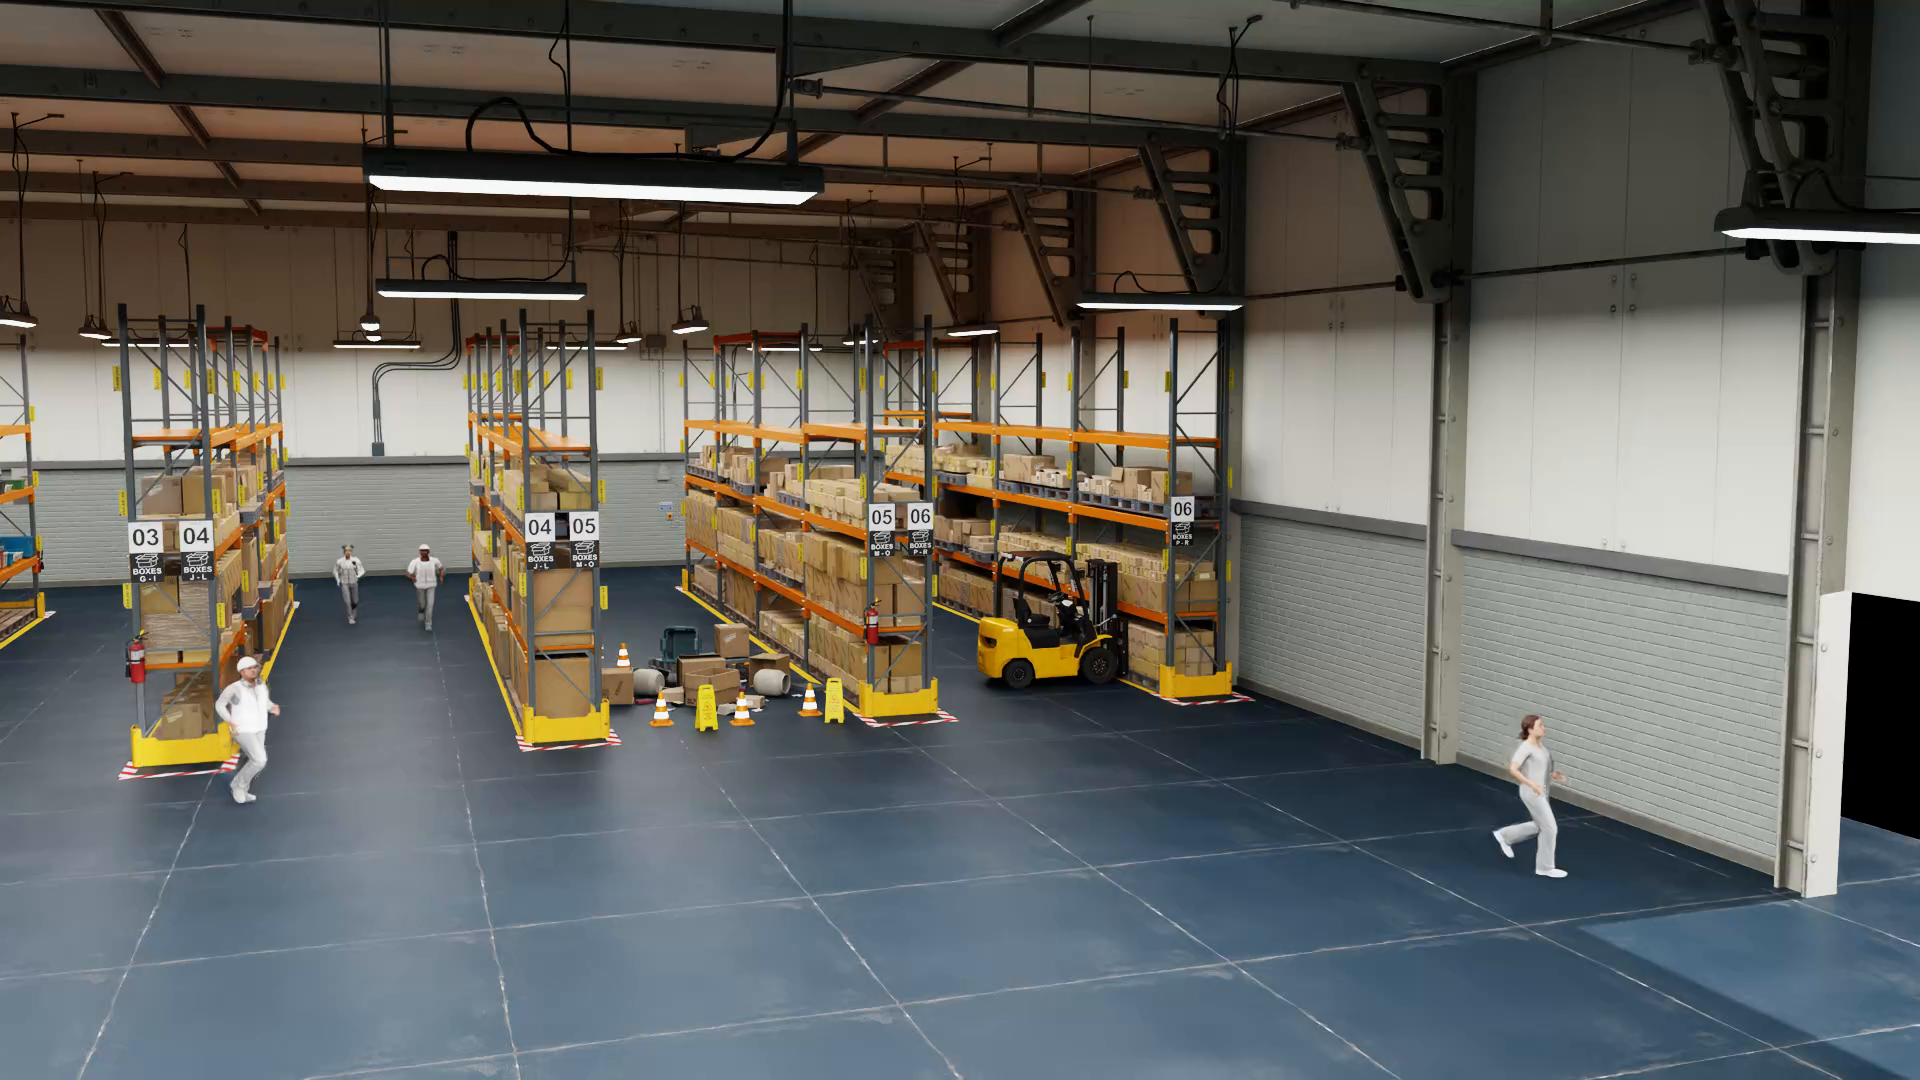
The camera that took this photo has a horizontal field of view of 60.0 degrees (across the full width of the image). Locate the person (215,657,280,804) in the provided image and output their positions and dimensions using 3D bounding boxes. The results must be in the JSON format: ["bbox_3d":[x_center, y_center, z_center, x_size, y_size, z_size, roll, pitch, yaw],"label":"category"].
[{"bbox_3d":[-8.402,2.254,19.778,0.639,1.744,0.639,2,6,22],"label":"person"}]

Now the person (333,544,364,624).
[{"bbox_3d":[-12.683,0.902,34.518,0.612,1.658,0.651,-2,6,-21],"label":"person"}]

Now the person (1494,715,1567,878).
[{"bbox_3d":[5.811,2.584,16.937,0.779,1.632,0.573,4,7,39],"label":"person"}]

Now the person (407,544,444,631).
[{"bbox_3d":[-10.779,0.950,33.593,0.714,1.738,1.006,-2,6,-21],"label":"person"}]
